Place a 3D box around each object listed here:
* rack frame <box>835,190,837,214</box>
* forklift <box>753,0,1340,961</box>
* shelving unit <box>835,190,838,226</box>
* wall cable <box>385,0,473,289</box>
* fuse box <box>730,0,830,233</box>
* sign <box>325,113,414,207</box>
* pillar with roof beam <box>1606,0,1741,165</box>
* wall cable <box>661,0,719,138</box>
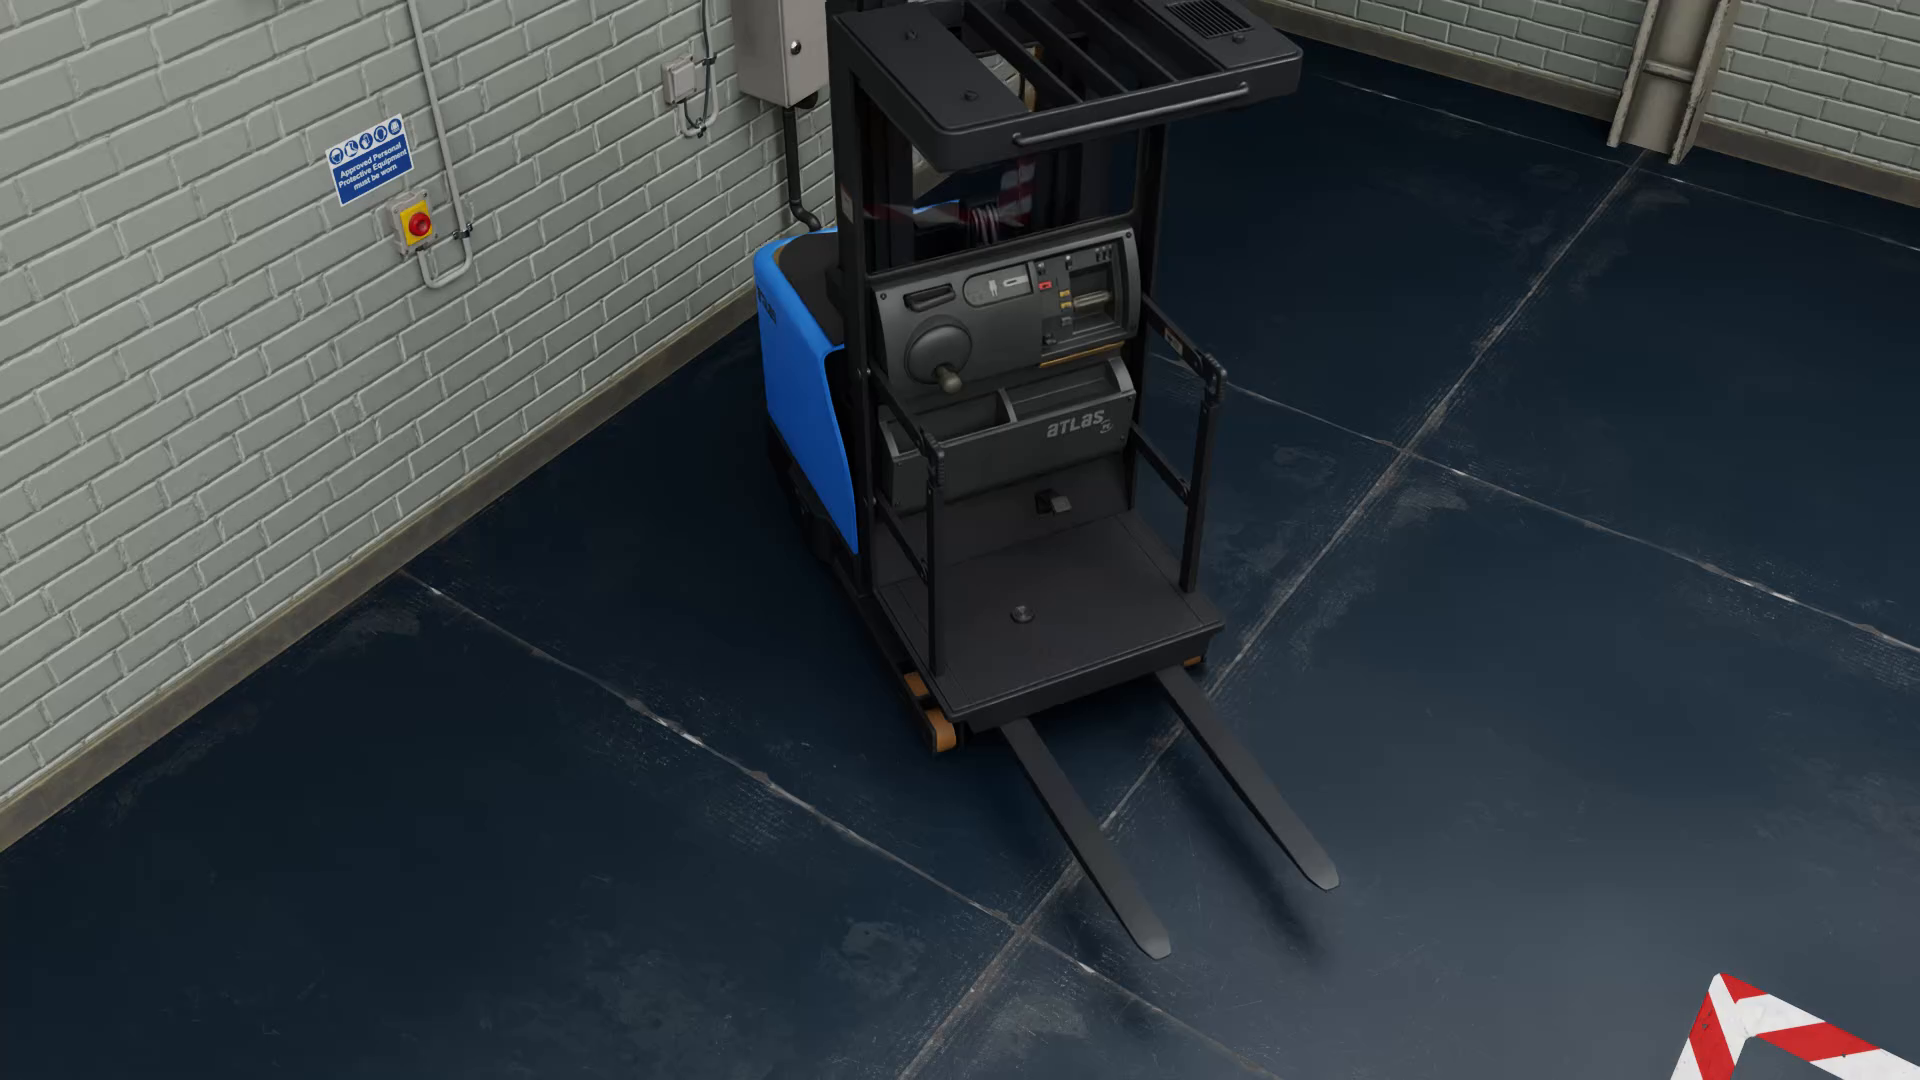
[{"bbox_3d":[-0.416,-1.060,7.147,0.200,1.050,0.008,-17,44,-18],"label":"rack frame"},{"bbox_3d":[0.259,-0.671,5.302,1.130,2.935,3.031,-17,45,-18],"label":"forklift"},{"bbox_3d":[-0.365,-0.986,7.065,0.215,1.050,0.252,-17,44,-18],"label":"shelving unit"},{"bbox_3d":[-1.967,-1.612,5.517,0.123,1.953,0.585,25,48,25],"label":"wall cable"},{"bbox_3d":[-0.641,-1.833,7.515,0.414,1.711,0.539,25,48,25],"label":"fuse box"},{"bbox_3d":[-2.045,-1.319,5.772,0.001,0.218,0.327,25,48,25],"label":"sign"},{"bbox_3d":[1.348,-3.197,3.574,0.400,9.000,9.100,25,48,25],"label":"pillar with roof beam"},{"bbox_3d":[-1.162,-2.379,6.397,0.122,1.984,0.588,25,48,25],"label":"wall cable"}]
